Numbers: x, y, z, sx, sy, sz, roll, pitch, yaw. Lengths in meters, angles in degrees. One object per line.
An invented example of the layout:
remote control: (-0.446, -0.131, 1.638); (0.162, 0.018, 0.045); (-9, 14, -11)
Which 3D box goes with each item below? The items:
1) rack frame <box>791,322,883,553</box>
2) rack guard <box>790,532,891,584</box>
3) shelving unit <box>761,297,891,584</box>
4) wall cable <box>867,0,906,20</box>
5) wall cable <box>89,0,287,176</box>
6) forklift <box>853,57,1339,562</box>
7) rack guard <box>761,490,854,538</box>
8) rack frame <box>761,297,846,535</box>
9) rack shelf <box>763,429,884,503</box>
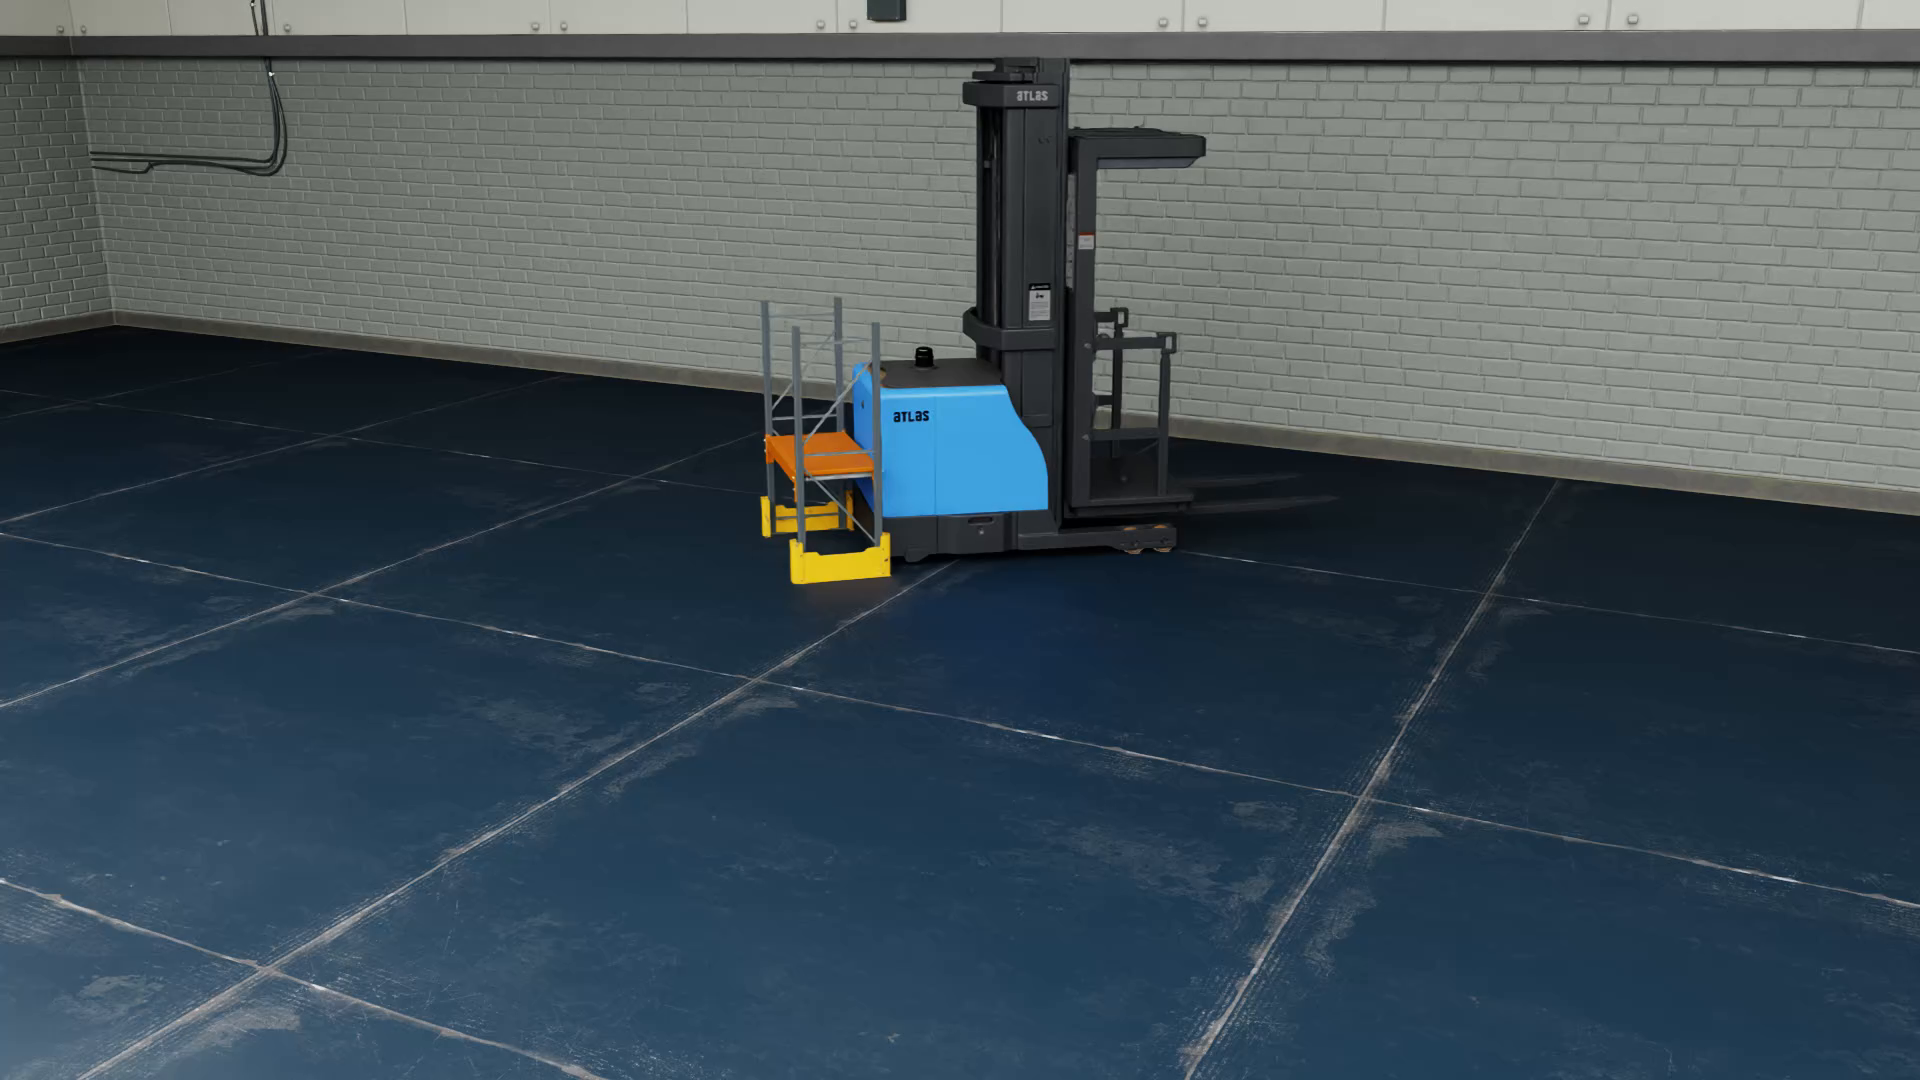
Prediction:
rack frame: (-0.698, -0.494, 9.554); (0.500, 1.500, 0.032); (-5, 17, -15)
rack guard: (-0.698, 0.105, 9.733); (0.587, 0.250, 0.087); (-5, 17, -15)
shelving unit: (-0.837, -0.631, 10.014); (0.587, 1.500, 1.083); (-5, 17, -15)
wall cable: (0.295, -6.955, 12.164); (2.305, 6.003, 0.169); (8, 18, 25)
wall cable: (-8.191, -5.048, 17.171); (3.097, 2.526, 0.112); (8, 18, 25)
forklift: (0.875, -1.461, 10.296); (3.031, 2.935, 1.130); (-3, 17, -11)
rack guard: (-0.975, -0.168, 10.650); (0.587, 0.250, 0.087); (-5, 17, -15)
rack frame: (-0.980, -0.772, 10.490); (0.500, 1.500, 0.032); (-5, 17, -15)
rack shelf: (-0.839, -0.461, 10.073); (0.538, 0.185, 1.000); (-5, 17, -15)
